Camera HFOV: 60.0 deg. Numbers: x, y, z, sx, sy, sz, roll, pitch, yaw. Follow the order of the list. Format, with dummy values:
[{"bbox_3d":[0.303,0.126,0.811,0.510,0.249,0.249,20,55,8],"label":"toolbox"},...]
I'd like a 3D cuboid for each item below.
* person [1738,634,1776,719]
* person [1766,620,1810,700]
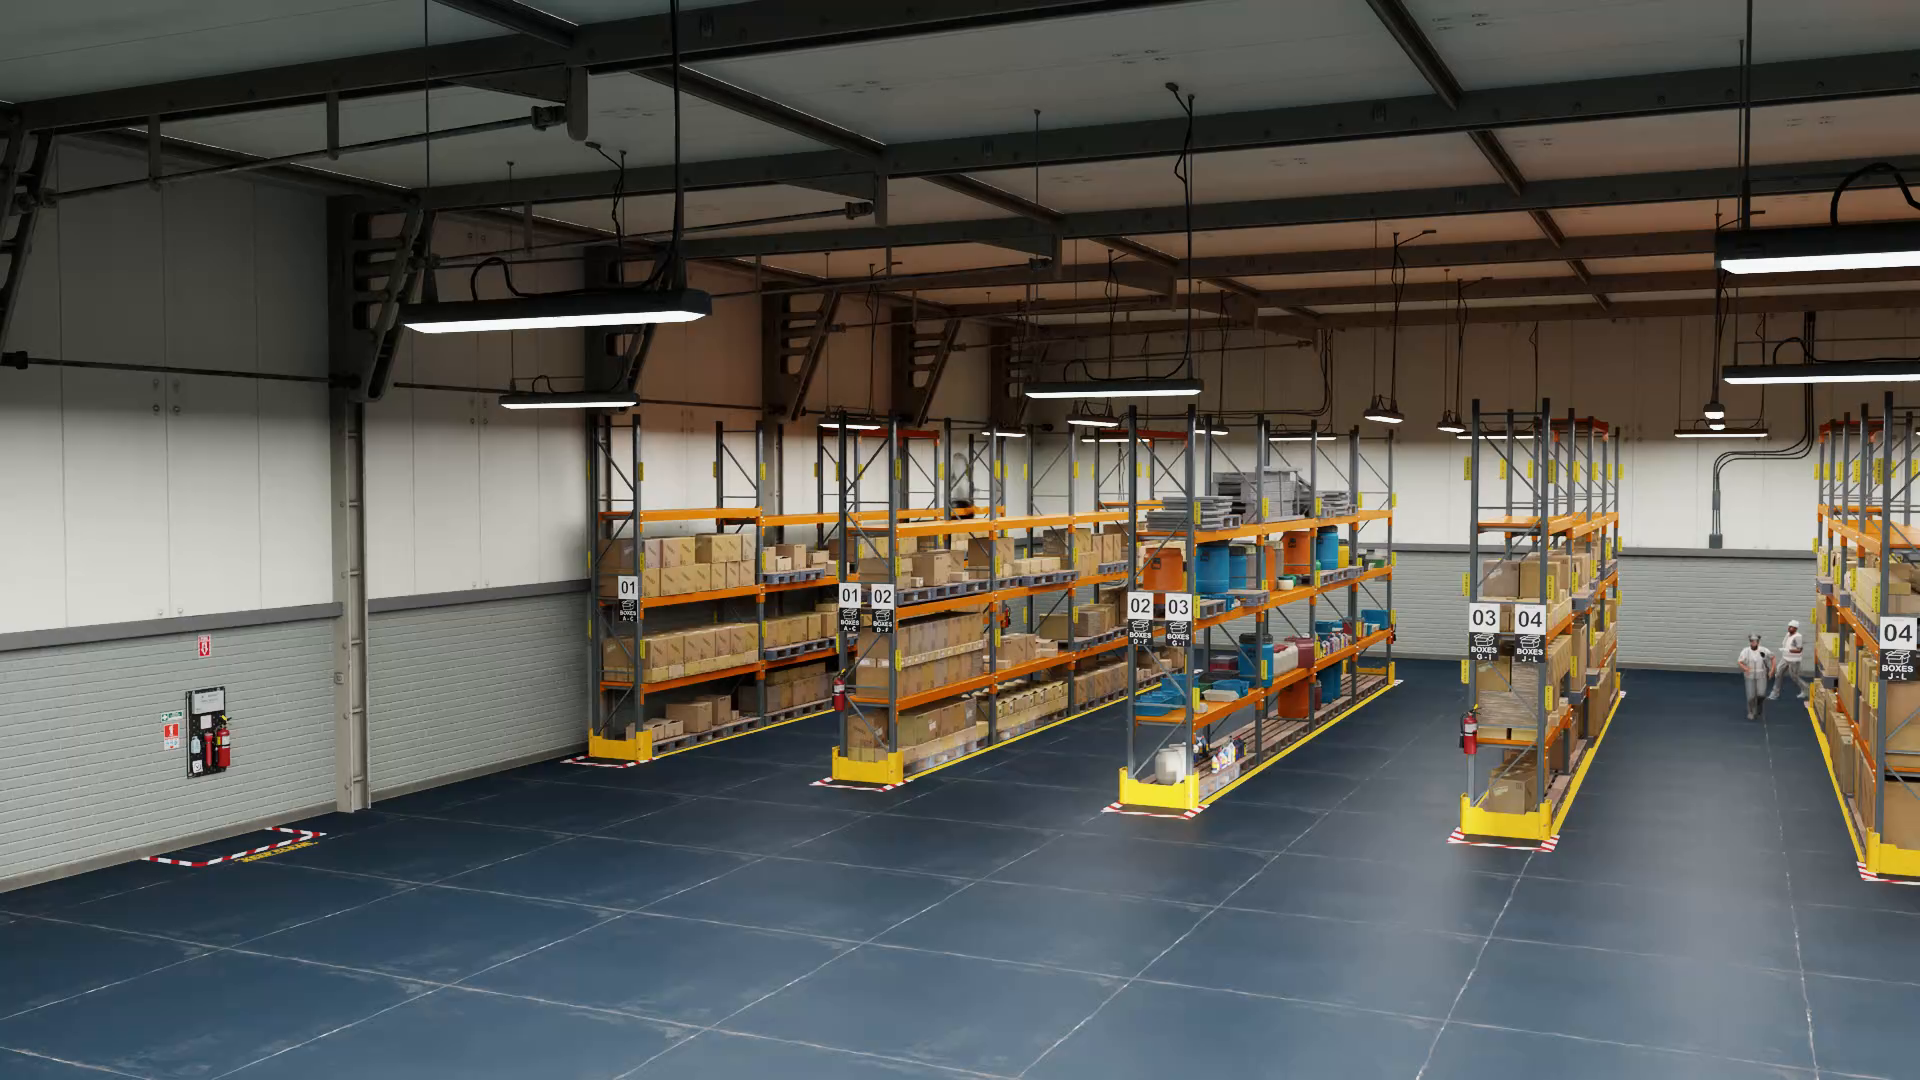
[{"bbox_3d":[16.049,2.755,33.511,0.689,1.744,0.712,1,3,29],"label":"person"},{"bbox_3d":[18.131,2.630,36.209,0.912,1.786,0.704,0,2,-4],"label":"person"}]
